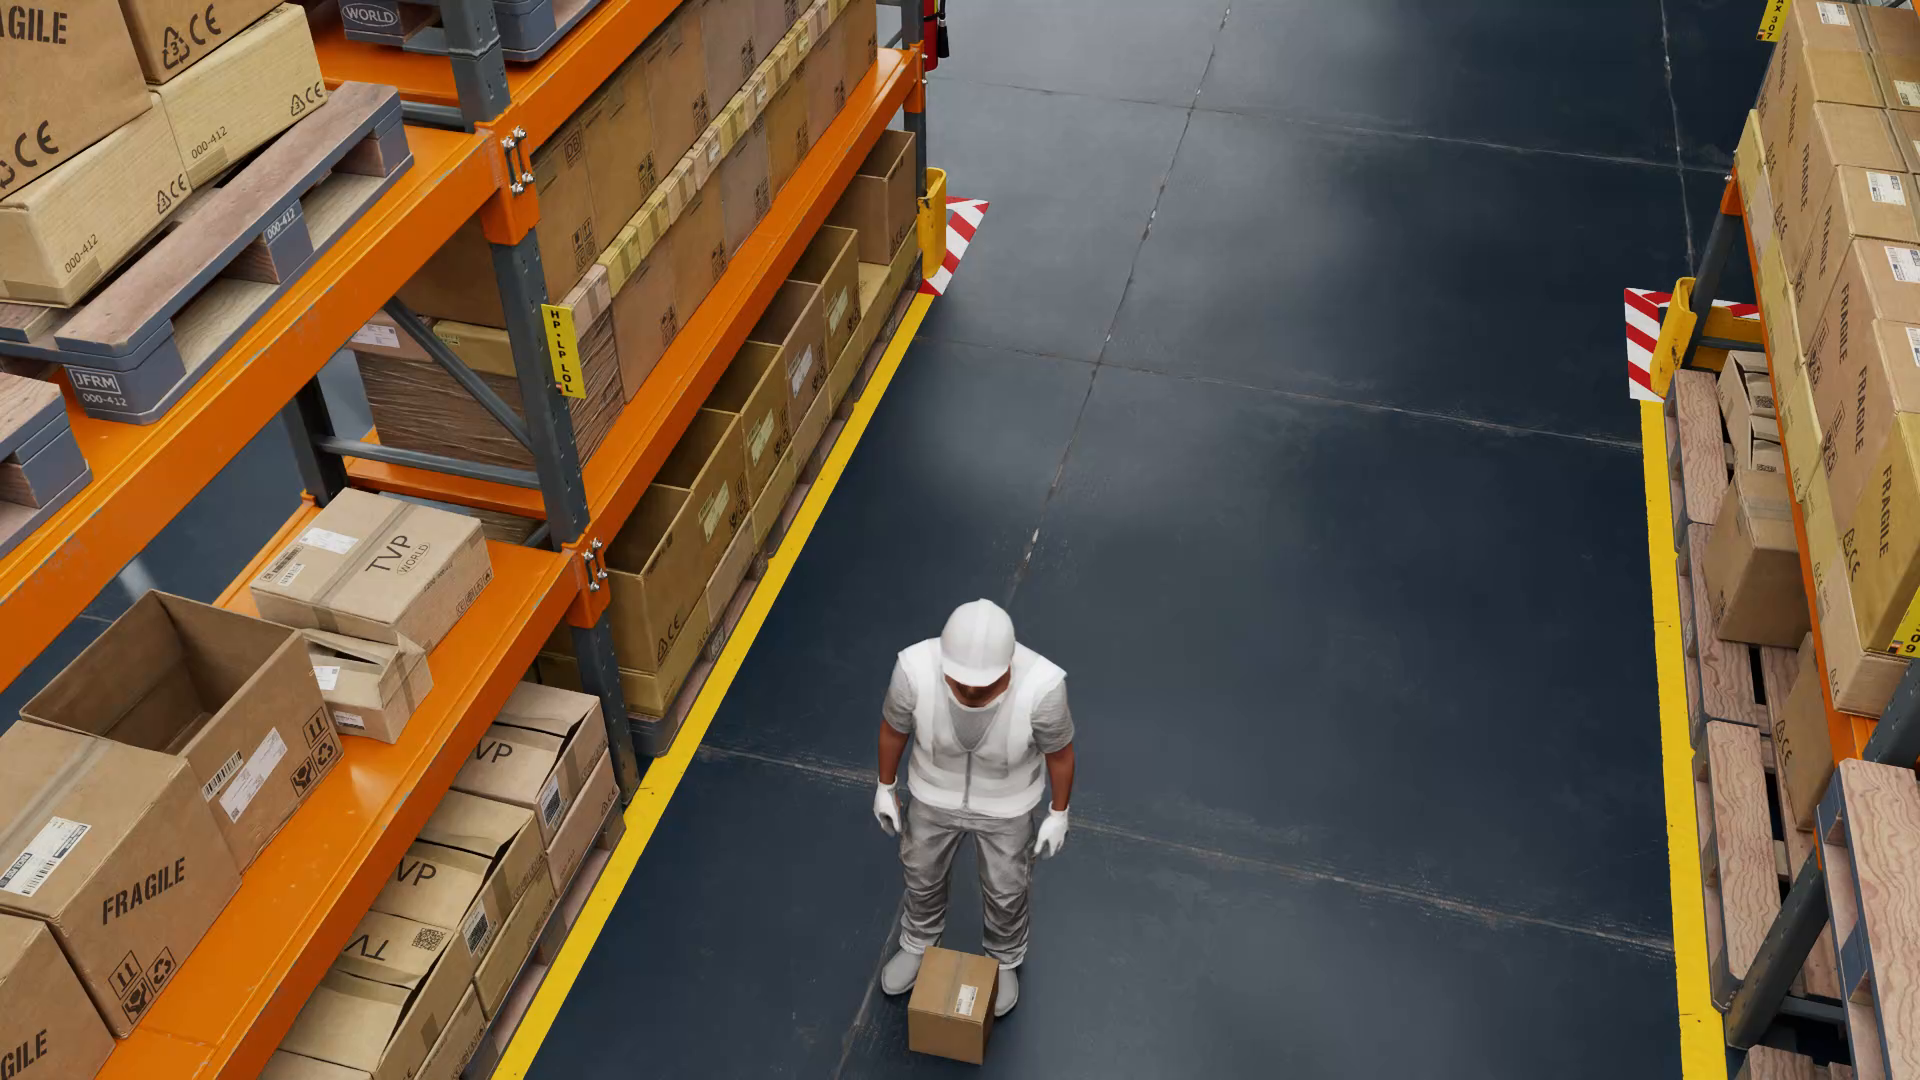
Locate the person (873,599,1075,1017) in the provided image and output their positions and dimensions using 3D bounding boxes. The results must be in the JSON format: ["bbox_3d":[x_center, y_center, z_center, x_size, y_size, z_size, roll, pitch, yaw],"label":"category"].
[{"bbox_3d":[0.037,0.821,5.195,0.623,1.771,0.450,8,41,9],"label":"person"}]
